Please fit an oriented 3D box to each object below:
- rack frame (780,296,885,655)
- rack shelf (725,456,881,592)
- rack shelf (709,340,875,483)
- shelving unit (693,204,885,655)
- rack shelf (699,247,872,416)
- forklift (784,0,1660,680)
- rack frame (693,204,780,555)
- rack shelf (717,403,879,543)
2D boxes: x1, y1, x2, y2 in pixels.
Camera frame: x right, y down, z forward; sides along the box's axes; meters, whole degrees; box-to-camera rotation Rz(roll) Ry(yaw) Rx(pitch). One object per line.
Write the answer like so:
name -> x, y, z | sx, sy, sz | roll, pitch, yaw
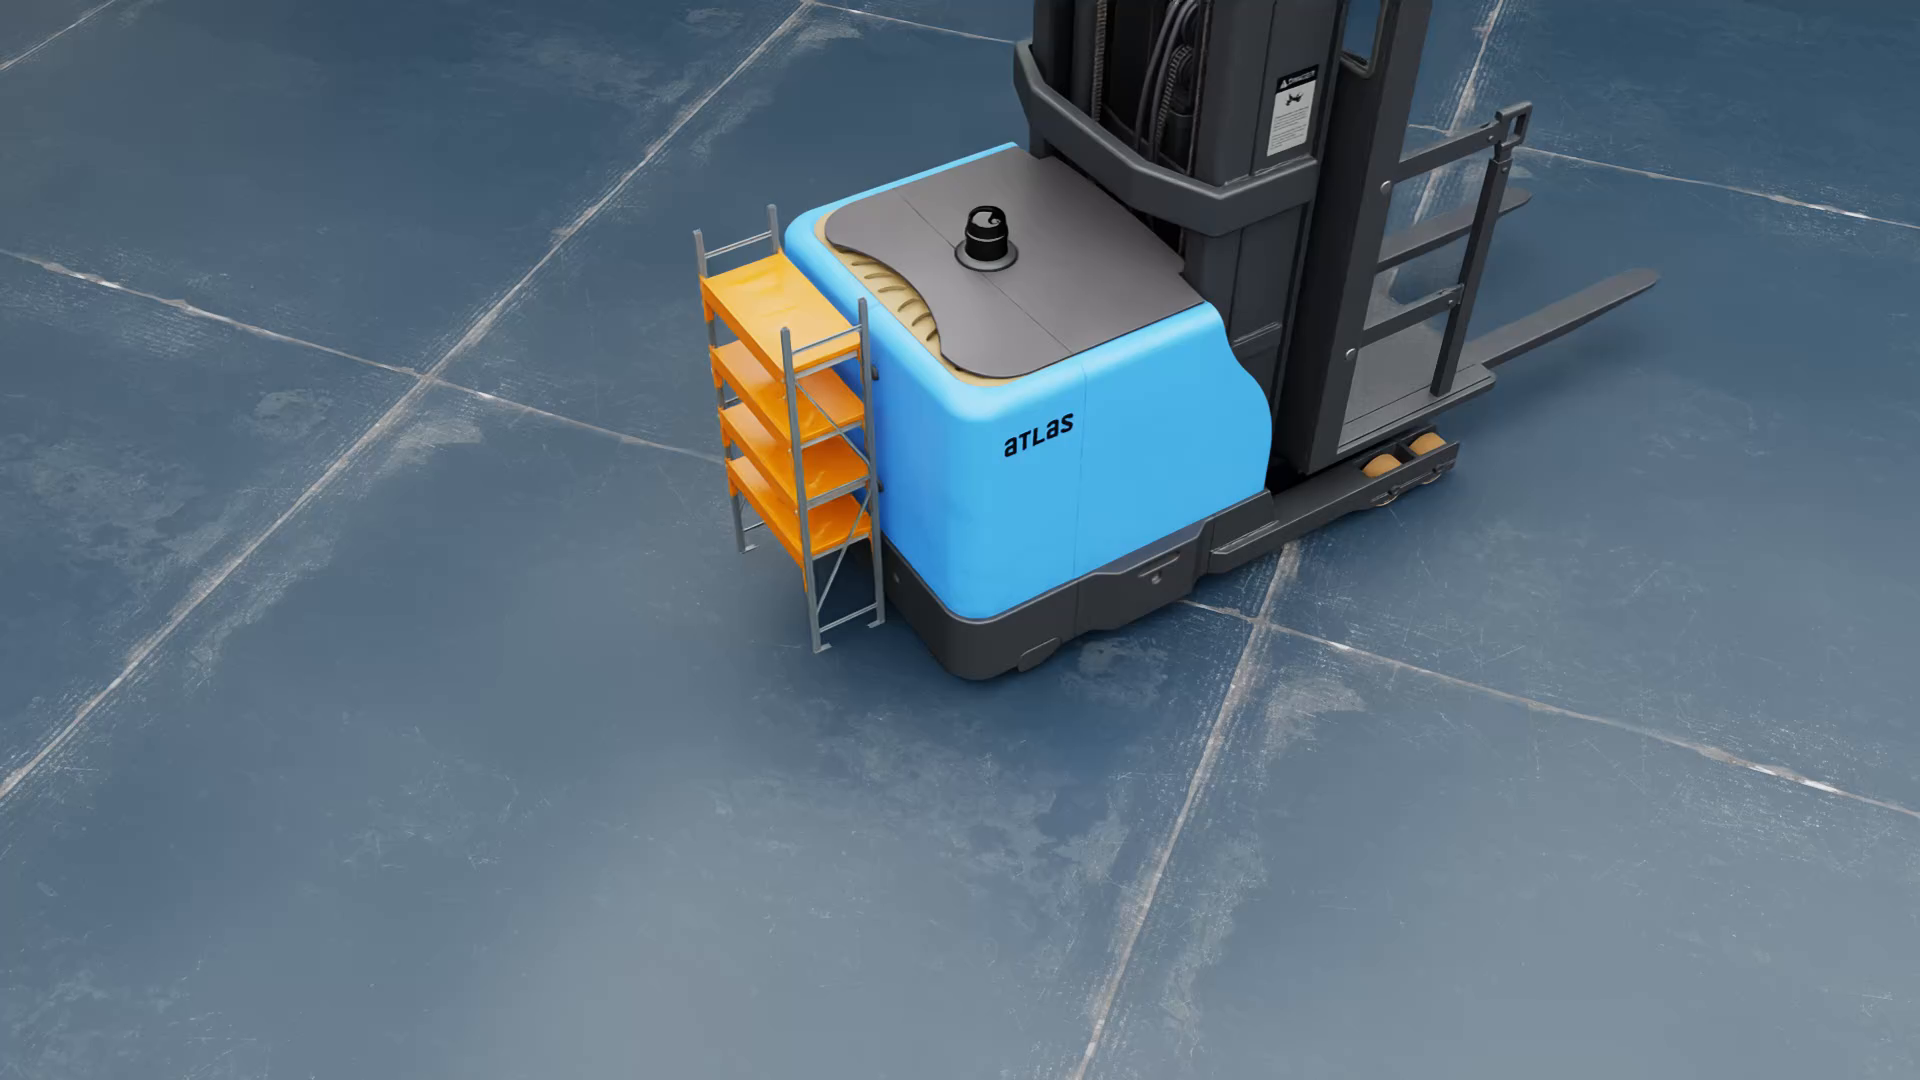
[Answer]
rack frame -> -0.333, -0.136, 4.534 | 0.240, 1.200, 0.015 | -24, 50, -22
rack shelf -> -0.462, -0.093, 4.869 | 0.258, 0.148, 0.480 | -24, 50, -22
rack shelf -> -0.464, -0.392, 4.570 | 0.258, 0.148, 0.480 | -24, 50, -22
shelving unit -> -0.463, -0.281, 4.681 | 0.258, 1.200, 0.503 | -24, 50, -22
rack shelf -> -0.465, -0.559, 4.403 | 0.258, 0.148, 0.480 | -24, 50, -22
forklift -> 1.015, -1.442, 4.621 | 3.031, 2.935, 1.130 | -24, 50, -22
rack frame -> -0.593, -0.427, 4.827 | 0.240, 1.200, 0.015 | -24, 50, -22
rack shelf -> -0.463, -0.234, 4.728 | 0.258, 0.148, 0.480 | -24, 50, -22
